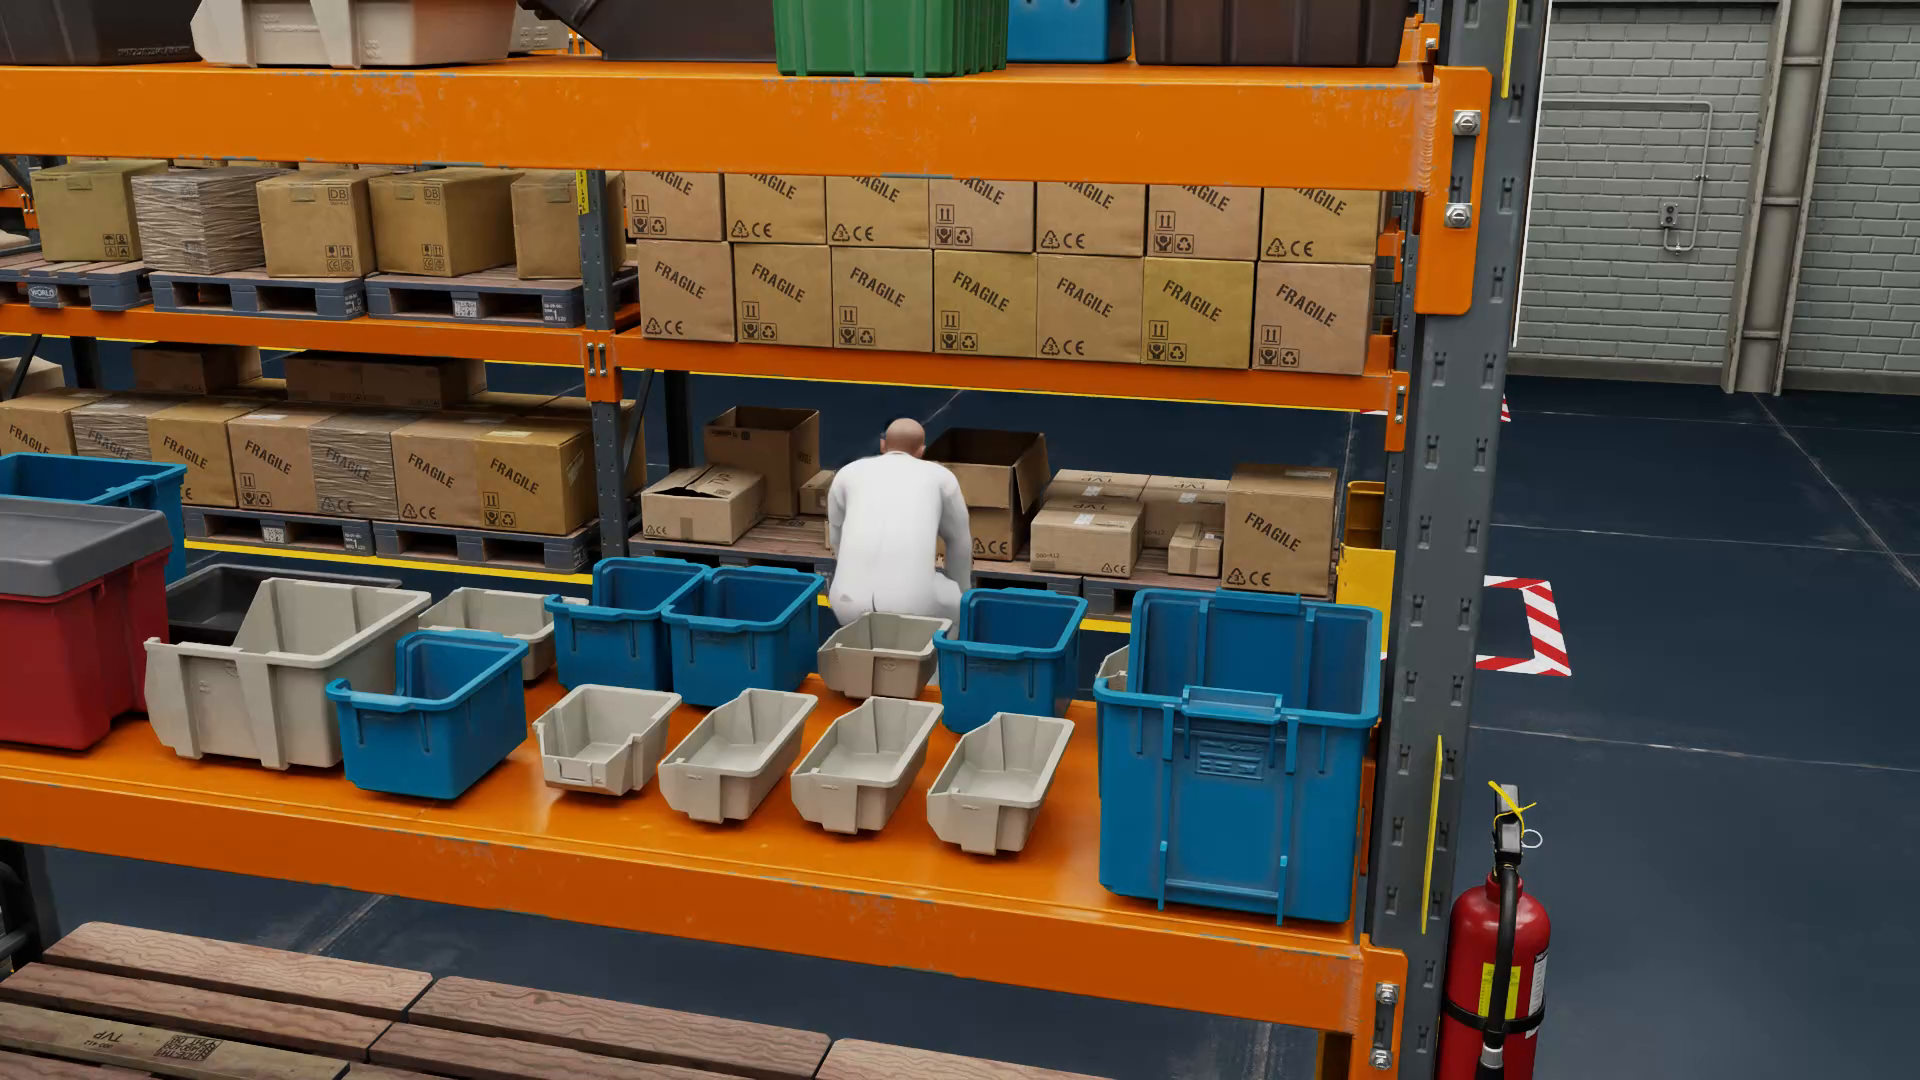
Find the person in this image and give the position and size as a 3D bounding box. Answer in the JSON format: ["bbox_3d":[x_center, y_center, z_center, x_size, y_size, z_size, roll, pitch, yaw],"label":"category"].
[{"bbox_3d":[-0.282,0.171,6.913,0.631,1.249,0.797,4,19,13],"label":"person"}]
